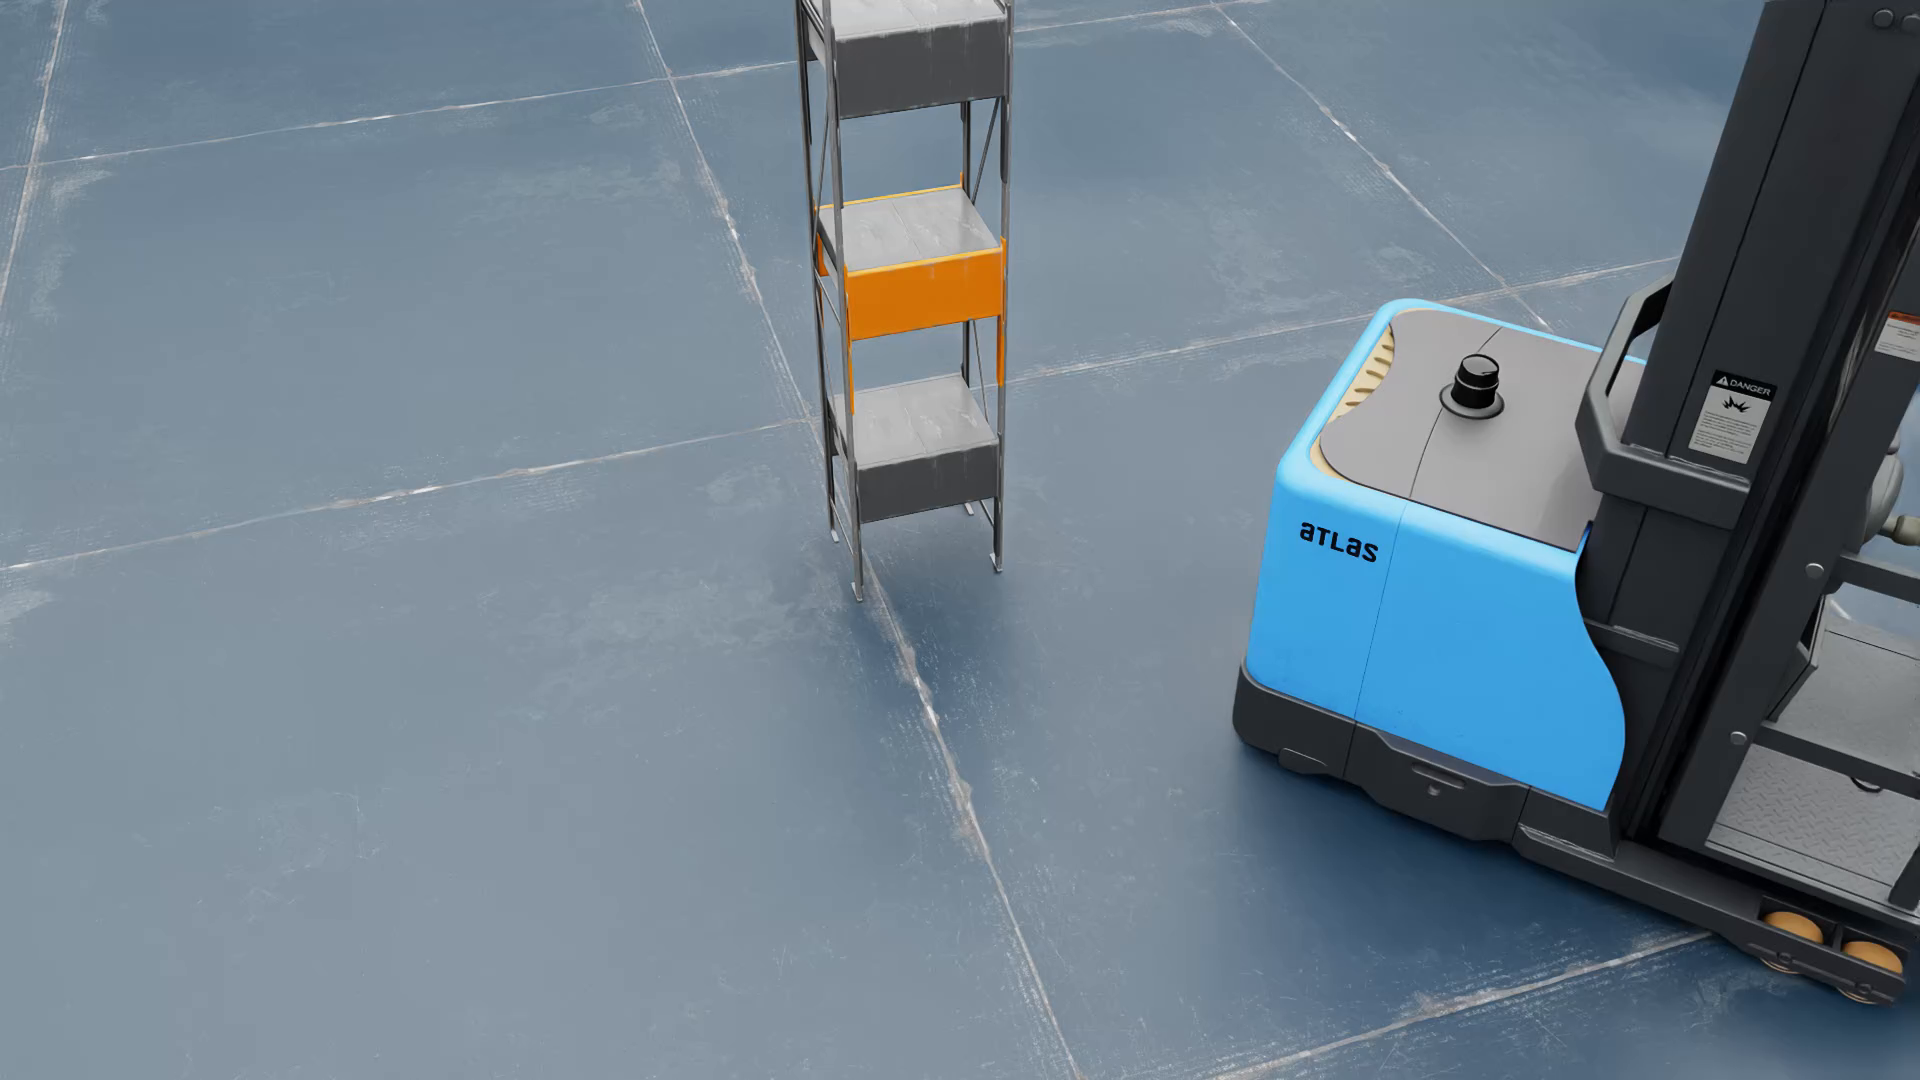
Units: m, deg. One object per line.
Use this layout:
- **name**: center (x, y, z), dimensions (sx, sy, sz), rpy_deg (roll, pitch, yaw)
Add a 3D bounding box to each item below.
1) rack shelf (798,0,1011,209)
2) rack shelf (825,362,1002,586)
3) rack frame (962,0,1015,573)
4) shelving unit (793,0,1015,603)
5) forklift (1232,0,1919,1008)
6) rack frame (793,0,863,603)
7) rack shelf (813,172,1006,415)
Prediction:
- **rack shelf**: center (-0.158, -1.275, 4.570), dimensions (0.480, 0.518, 0.431), rpy_deg (-12, 42, -13)
- **rack shelf**: center (-0.158, -0.221, 5.491), dimensions (0.480, 0.518, 0.431), rpy_deg (-12, 42, -13)
- **rack frame**: center (0.075, -0.806, 5.077), dimensions (0.015, 2.100, 0.400), rpy_deg (-12, 42, -13)
- **shelving unit**: center (-0.158, -0.758, 5.022), dimensions (0.503, 2.100, 0.431), rpy_deg (-12, 42, -13)
- **forklift**: center (2.362, -0.293, 3.858), dimensions (3.031, 2.935, 1.130), rpy_deg (20, 45, 21)
- **rack frame**: center (-0.391, -0.710, 4.967), dimensions (0.015, 2.100, 0.400), rpy_deg (-12, 42, -13)
- **rack shelf**: center (-0.158, -0.748, 5.031), dimensions (0.480, 0.518, 0.431), rpy_deg (-12, 42, -13)
